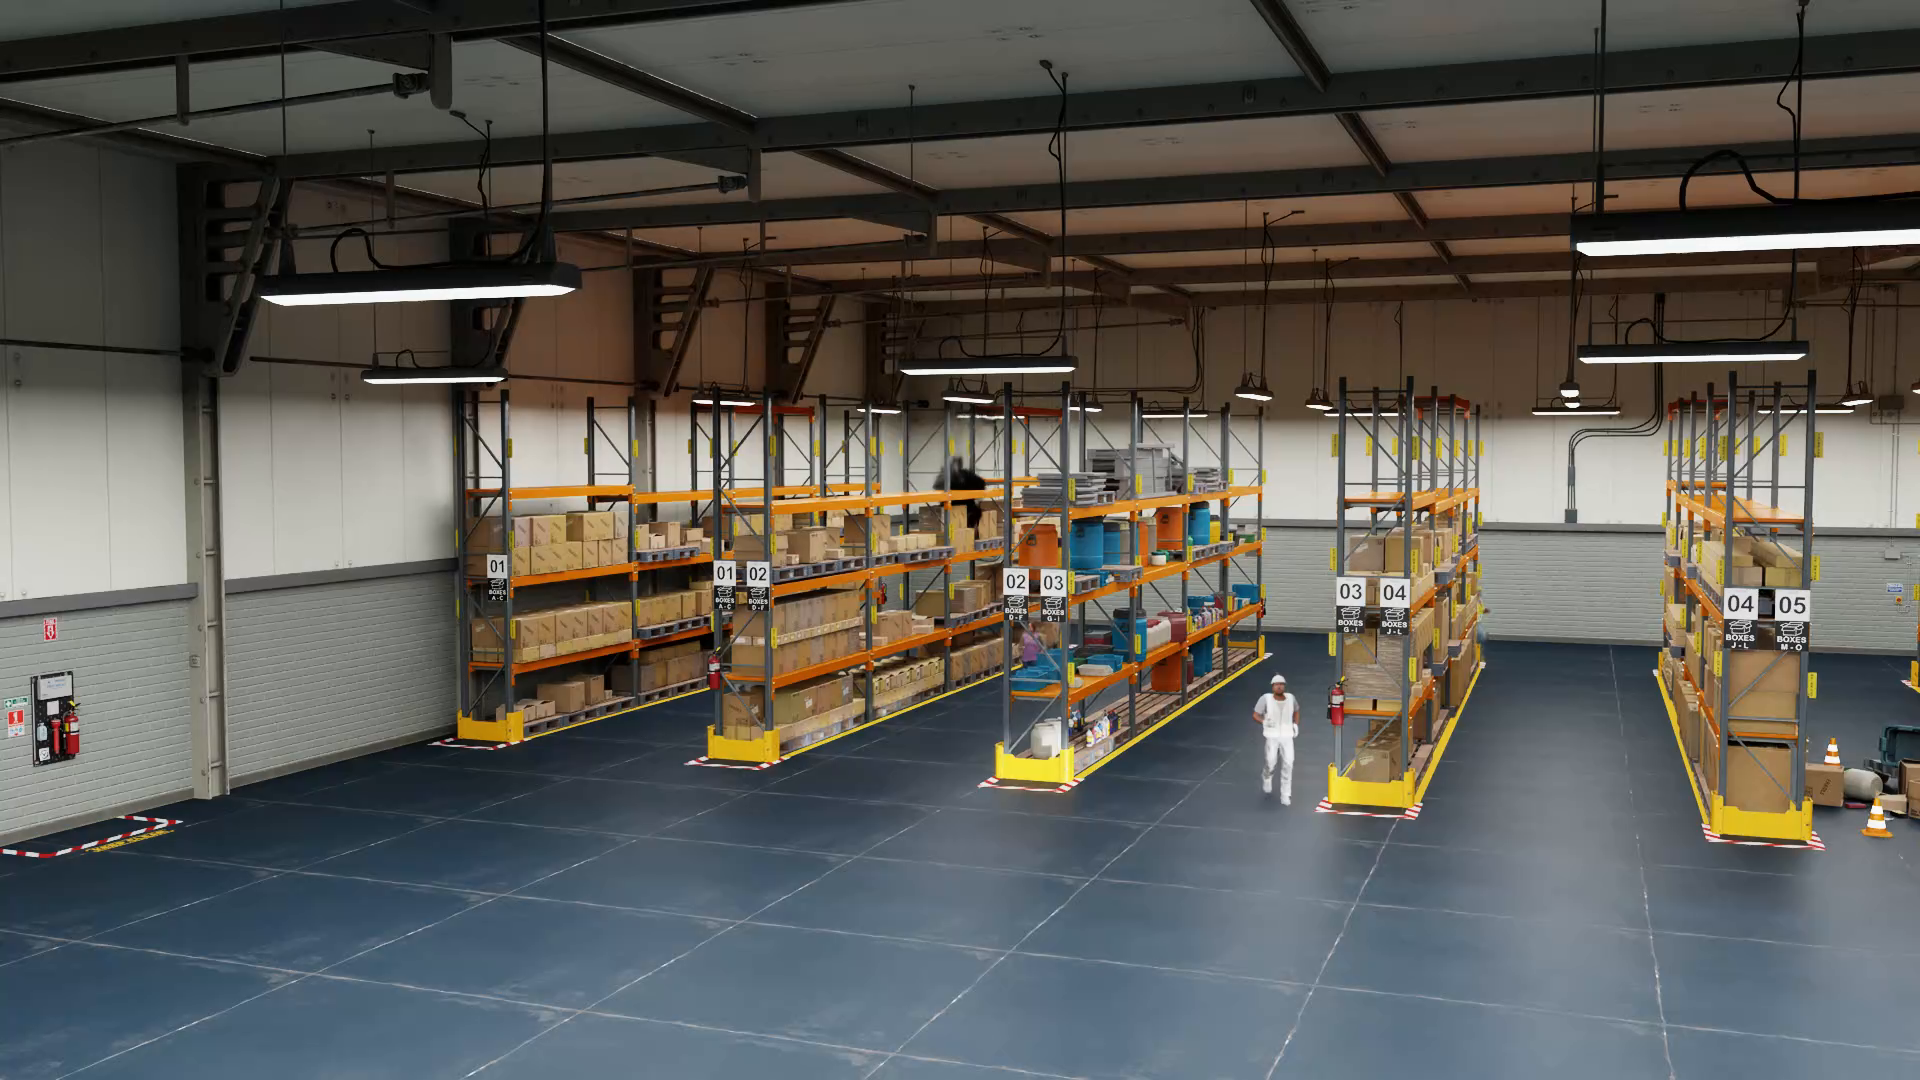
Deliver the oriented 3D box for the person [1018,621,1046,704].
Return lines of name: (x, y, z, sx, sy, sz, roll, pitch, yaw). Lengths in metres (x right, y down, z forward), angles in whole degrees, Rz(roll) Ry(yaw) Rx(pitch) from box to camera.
person: (1.389, 2.406, 32.672, 0.514, 1.631, 0.647, 1, 3, 15)

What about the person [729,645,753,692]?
person: (-3.917, 2.456, 30.304, 0.674, 1.832, 0.784, 0, 3, 7)

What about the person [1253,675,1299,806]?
person: (4.505, 2.815, 23.632, 0.688, 1.797, 0.835, 0, 3, 0)

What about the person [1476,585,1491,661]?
person: (12.174, 1.971, 39.445, 0.770, 1.814, 0.704, 2, 4, 36)
